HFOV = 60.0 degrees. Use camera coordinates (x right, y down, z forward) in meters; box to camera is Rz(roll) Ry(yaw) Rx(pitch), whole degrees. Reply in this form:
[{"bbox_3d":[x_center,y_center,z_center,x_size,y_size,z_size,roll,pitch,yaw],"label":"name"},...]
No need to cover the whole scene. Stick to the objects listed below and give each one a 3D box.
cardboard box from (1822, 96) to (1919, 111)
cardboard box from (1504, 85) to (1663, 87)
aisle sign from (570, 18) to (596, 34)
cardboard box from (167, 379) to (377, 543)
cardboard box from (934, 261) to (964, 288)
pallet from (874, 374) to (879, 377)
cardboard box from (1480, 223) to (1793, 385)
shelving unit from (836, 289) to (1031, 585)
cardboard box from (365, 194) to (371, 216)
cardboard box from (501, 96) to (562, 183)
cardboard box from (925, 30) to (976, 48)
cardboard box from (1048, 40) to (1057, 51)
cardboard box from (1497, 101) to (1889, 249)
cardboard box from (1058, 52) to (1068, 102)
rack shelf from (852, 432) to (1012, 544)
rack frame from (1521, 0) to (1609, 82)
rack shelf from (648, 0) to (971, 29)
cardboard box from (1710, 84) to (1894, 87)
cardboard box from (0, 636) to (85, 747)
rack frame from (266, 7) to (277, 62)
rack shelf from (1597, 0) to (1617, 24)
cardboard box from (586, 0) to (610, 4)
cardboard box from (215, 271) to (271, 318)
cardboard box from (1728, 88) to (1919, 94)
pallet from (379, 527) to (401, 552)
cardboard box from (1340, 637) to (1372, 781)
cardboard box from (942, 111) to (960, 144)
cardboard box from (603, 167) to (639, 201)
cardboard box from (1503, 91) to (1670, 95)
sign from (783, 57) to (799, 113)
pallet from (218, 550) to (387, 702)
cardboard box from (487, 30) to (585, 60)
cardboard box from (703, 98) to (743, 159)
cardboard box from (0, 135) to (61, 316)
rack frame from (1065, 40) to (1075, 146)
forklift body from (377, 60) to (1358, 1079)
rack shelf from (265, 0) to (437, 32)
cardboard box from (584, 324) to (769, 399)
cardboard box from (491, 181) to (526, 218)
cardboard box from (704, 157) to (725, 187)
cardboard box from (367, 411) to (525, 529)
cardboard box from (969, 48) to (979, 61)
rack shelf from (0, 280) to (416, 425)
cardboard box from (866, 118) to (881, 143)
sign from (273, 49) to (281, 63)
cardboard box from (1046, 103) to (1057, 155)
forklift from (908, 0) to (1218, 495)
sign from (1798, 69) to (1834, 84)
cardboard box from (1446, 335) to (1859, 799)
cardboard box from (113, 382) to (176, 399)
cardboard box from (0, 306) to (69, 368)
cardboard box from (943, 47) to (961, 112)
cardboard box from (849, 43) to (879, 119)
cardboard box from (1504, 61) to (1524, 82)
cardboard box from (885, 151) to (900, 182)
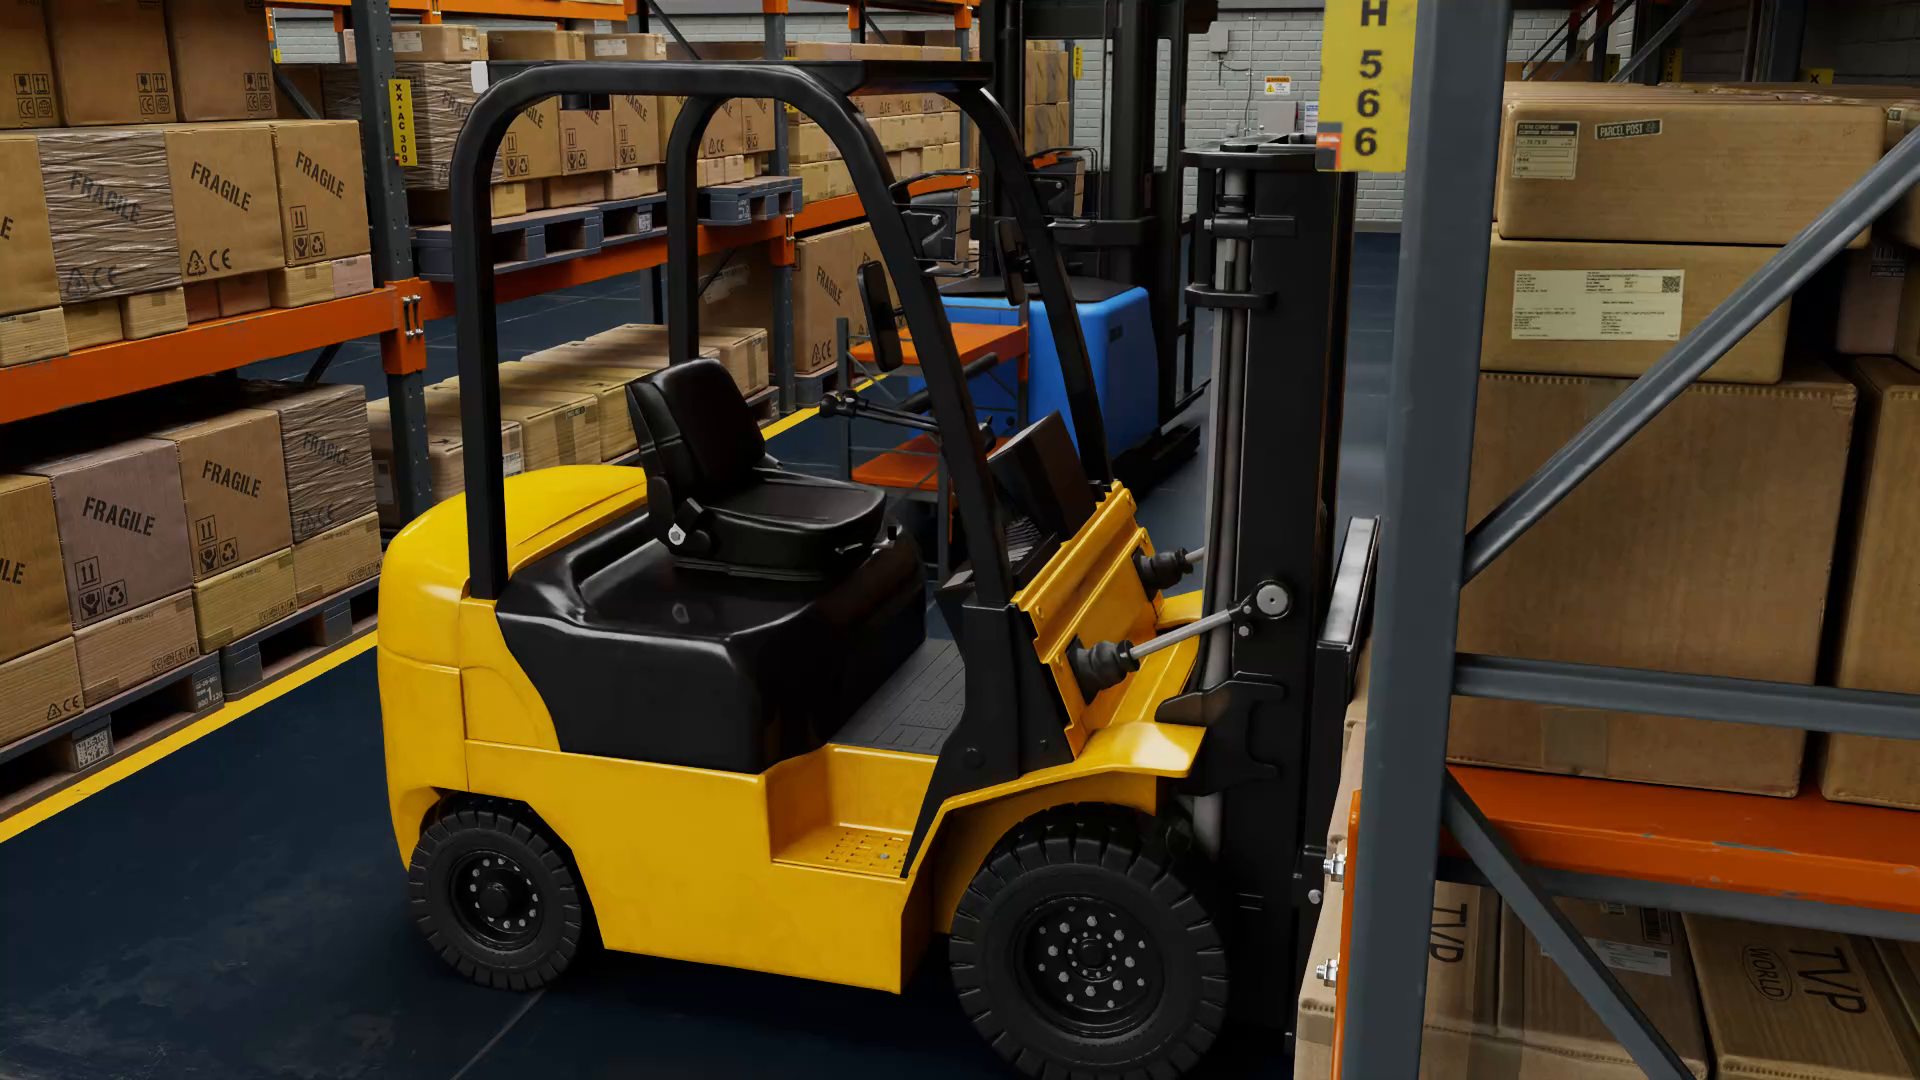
[{"bbox_3d":[1.398,-0.527,2.273,0.380,0.149,0.250,5,17,17],"label":"cardboard box"},{"bbox_3d":[1.402,-0.963,3.809,0.380,0.149,0.250,5,16,16],"label":"cardboard box"},{"bbox_3d":[-4.325,-6.037,18.852,0.394,0.787,0.004,5,16,16],"label":"aisle sign"},{"bbox_3d":[-2.604,-0.311,6.325,0.500,0.500,0.500,4,16,15],"label":"cardboard box"},{"bbox_3d":[-0.519,-2.351,13.746,0.875,0.875,0.875,5,17,18],"label":"cardboard box"},{"bbox_3d":[-0.912,-1.470,12.627,1.003,0.211,1.213,5,16,16],"label":"pallet"},{"bbox_3d":[0.760,-0.289,1.979,0.380,0.149,0.250,5,17,17],"label":"cardboard box"},{"bbox_3d":[-0.097,-0.504,7.545,0.538,1.125,1.048,6,17,20],"label":"shelving unit"},{"bbox_3d":[-2.812,-1.484,7.255,0.380,0.149,0.250,5,17,17],"label":"cardboard box"},{"bbox_3d":[-2.143,-1.872,7.433,0.500,0.500,0.500,5,16,16],"label":"cardboard box"},{"bbox_3d":[-0.081,-4.244,14.089,0.380,0.149,0.250,4,16,15],"label":"cardboard box"},{"bbox_3d":[0.765,-4.976,16.671,0.380,0.149,0.250,4,16,15],"label":"cardboard box"},{"bbox_3d":[0.830,-0.430,1.930,0.380,0.149,0.250,5,16,16],"label":"cardboard box"},{"bbox_3d":[0.808,-4.771,17.137,0.500,0.500,0.500,5,17,18],"label":"cardboard box"},{"bbox_3d":[-0.097,-0.269,7.612,0.538,0.278,1.000,6,17,20],"label":"rack shelf"},{"bbox_3d":[4.340,-2.956,12.754,1.000,3.000,0.127,5,16,16],"label":"rack frame"},{"bbox_3d":[-0.988,-3.914,11.951,1.077,0.370,4.000,5,16,16],"label":"rack shelf"},{"bbox_3d":[2.081,-1.056,4.139,0.380,0.149,0.250,4,16,15],"label":"cardboard box"},{"bbox_3d":[-3.040,0.454,5.001,0.500,0.250,0.500,6,17,20],"label":"cardboard box"},{"bbox_3d":[-8.784,-5.155,20.506,1.000,3.000,0.127,5,16,16],"label":"rack frame"},{"bbox_3d":[3.772,-3.530,10.598,1.077,0.370,4.000,5,16,16],"label":"rack shelf"},{"bbox_3d":[-4.071,-5.841,17.704,0.500,0.250,0.500,5,16,16],"label":"cardboard box"},{"bbox_3d":[-2.706,-0.890,5.932,0.380,0.149,0.250,5,17,16],"label":"cardboard box"},{"bbox_3d":[1.697,-0.793,3.213,0.380,0.149,0.250,5,17,16],"label":"cardboard box"},{"bbox_3d":[-2.473,-0.109,7.827,1.003,0.211,1.213,5,16,16],"label":"pallet"},{"bbox_3d":[1.035,0.412,3.317,0.500,0.250,0.500,5,17,17],"label":"cardboard box"},{"bbox_3d":[-0.312,-3.374,13.586,0.500,0.250,0.500,5,16,16],"label":"cardboard box"},{"bbox_3d":[-1.836,-1.787,8.323,0.380,0.149,0.250,5,17,18],"label":"cardboard box"},{"bbox_3d":[1.028,-0.703,2.895,0.380,0.149,0.250,5,17,17],"label":"cardboard box"},{"bbox_3d":[-1.034,-2.773,10.131,0.100,0.325,0.005,5,16,16],"label":"sign"},{"bbox_3d":[-2.850,0.273,6.480,1.003,0.211,1.213,5,16,16],"label":"pallet"},{"bbox_3d":[-2.011,-2.340,7.896,0.380,0.149,0.250,6,17,19],"label":"cardboard box"},{"bbox_3d":[-1.556,-2.410,9.331,0.500,0.500,0.500,4,16,15],"label":"cardboard box"},{"bbox_3d":[-3.005,-0.897,4.766,0.500,0.500,0.500,4,16,15],"label":"cardboard box"},{"bbox_3d":[0.717,-4.386,17.797,1.000,3.000,0.127,5,16,16],"label":"rack frame"},{"bbox_3d":[-0.280,-0.046,4.049,2.313,2.155,1.214,5,16,16],"label":"forklift body"},{"bbox_3d":[-5.763,-4.271,13.212,1.077,0.370,4.000,5,16,16],"label":"rack shelf"},{"bbox_3d":[-1.727,-1.084,10.201,0.950,0.372,0.625,3,16,12],"label":"cardboard box"},{"bbox_3d":[-2.154,-1.513,7.357,0.380,0.149,0.250,5,17,17],"label":"cardboard box"},{"bbox_3d":[-1.539,-2.060,9.286,0.380,0.149,0.250,4,16,13],"label":"cardboard box"},{"bbox_3d":[-2.547,-0.322,7.514,0.950,0.372,0.625,5,17,17],"label":"cardboard box"},{"bbox_3d":[-0.052,-3.975,14.330,0.500,0.500,0.500,5,17,16],"label":"cardboard box"},{"bbox_3d":[-3.262,-0.378,4.982,1.077,0.370,4.000,5,16,16],"label":"rack shelf"},{"bbox_3d":[-0.874,-2.840,11.703,0.500,0.250,0.500,5,16,16],"label":"cardboard box"},{"bbox_3d":[-8.268,-5.780,20.155,0.100,0.325,0.005,5,16,16],"label":"sign"},{"bbox_3d":[0.677,-4.158,16.807,0.500,0.500,0.500,4,16,15],"label":"cardboard box"},{"bbox_3d":[0.742,-1.889,9.118,1.130,2.935,3.031,6,17,21],"label":"forklift"},{"bbox_3d":[2.599,-1.275,5.095,0.100,0.325,0.005,5,16,16],"label":"sign"},{"bbox_3d":[0.818,-0.014,2.197,0.500,0.500,0.500,4,16,15],"label":"cardboard box"},{"bbox_3d":[-3.213,-0.637,6.286,0.380,0.149,0.250,5,17,17],"label":"cardboard box"},{"bbox_3d":[-2.918,-0.617,4.970,0.380,0.149,0.250,5,17,16],"label":"cardboard box"},{"bbox_3d":[-0.306,-3.733,13.477,0.500,0.500,0.500,5,17,18],"label":"cardboard box"},{"bbox_3d":[-0.888,-3.197,11.589,0.500,0.500,0.500,5,17,17],"label":"cardboard box"},{"bbox_3d":[4.664,-3.944,14.592,0.500,0.500,0.500,5,17,17],"label":"cardboard box"},{"bbox_3d":[-0.756,-2.732,12.238,0.500,0.250,0.500,5,16,16],"label":"cardboard box"}]
